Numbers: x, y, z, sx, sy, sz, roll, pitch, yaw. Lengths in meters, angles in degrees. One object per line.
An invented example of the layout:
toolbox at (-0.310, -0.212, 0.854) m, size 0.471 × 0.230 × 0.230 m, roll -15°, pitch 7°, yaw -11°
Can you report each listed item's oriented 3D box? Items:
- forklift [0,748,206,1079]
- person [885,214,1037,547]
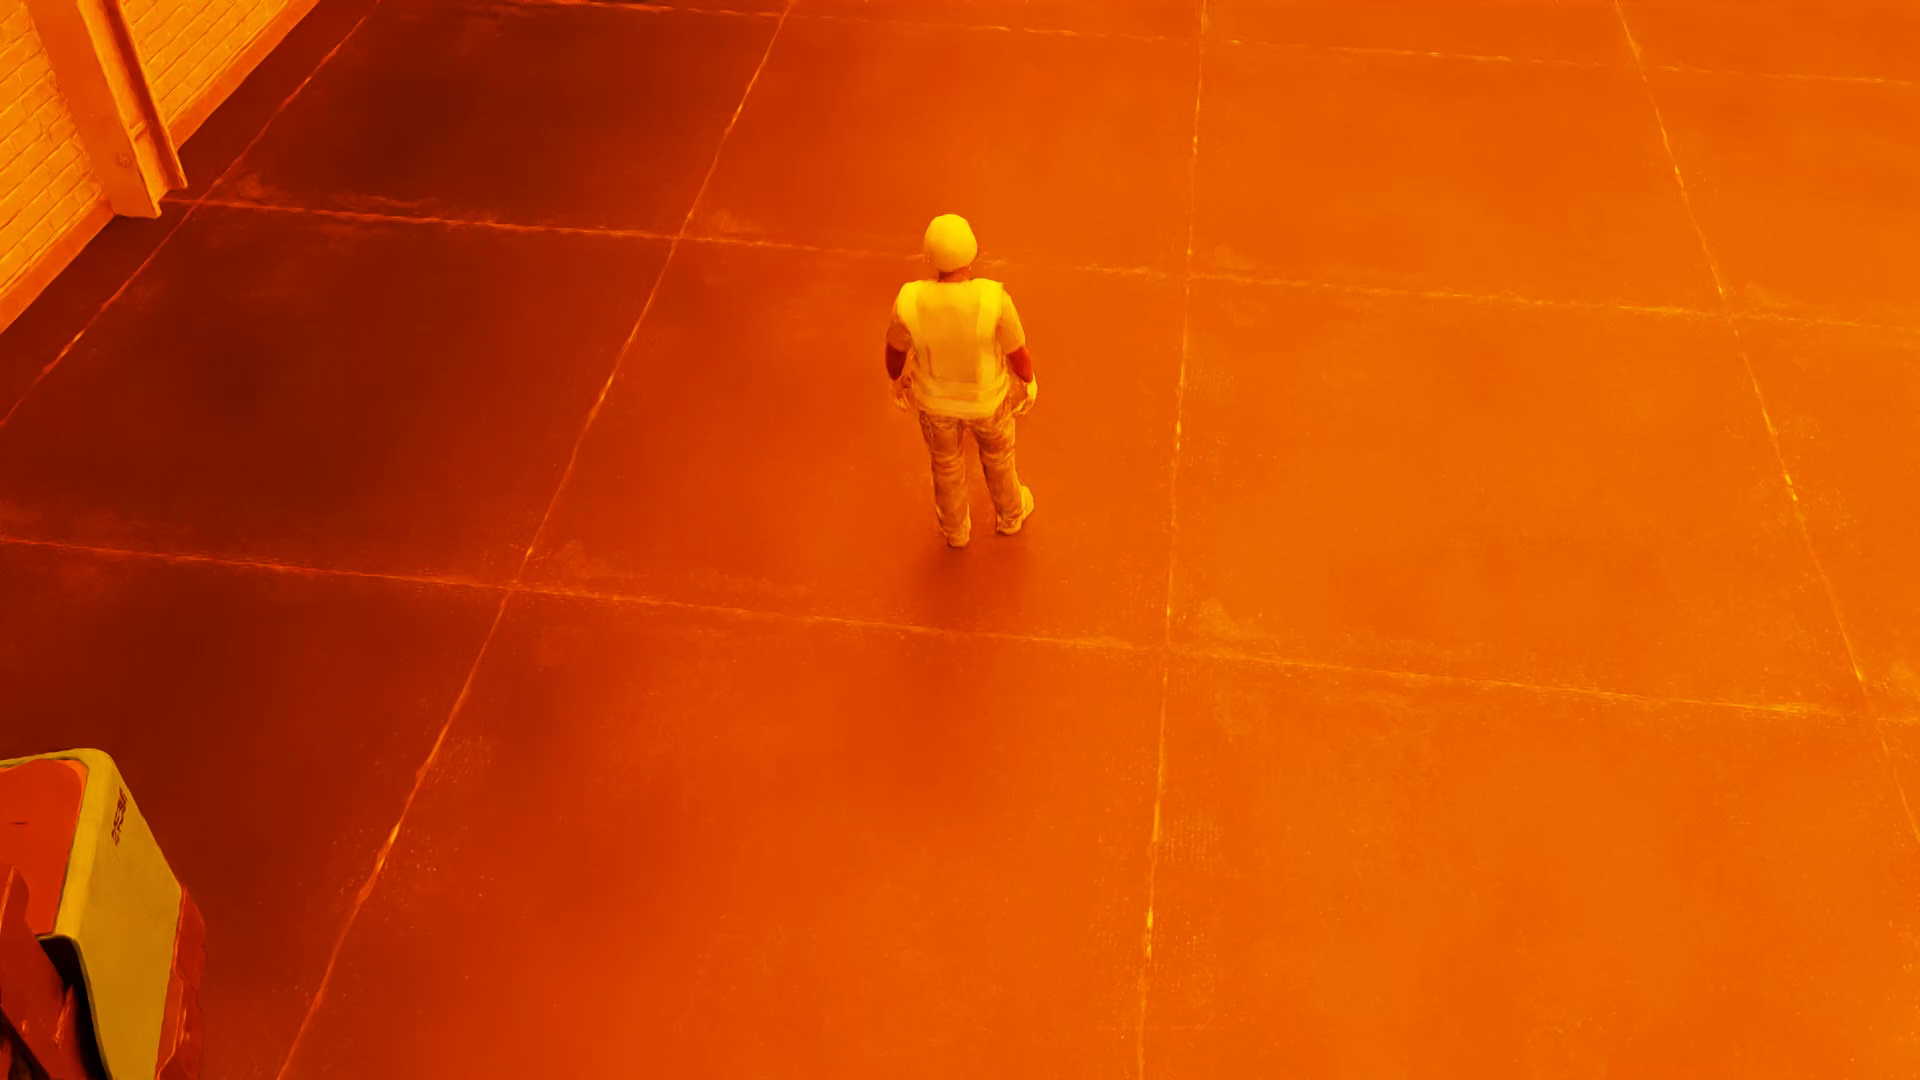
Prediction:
forklift at (-3.021, 1.439, 4.158) m, size 1.130 × 2.935 × 3.031 m, roll -8°, pitch 43°, yaw -9°
person at (0.017, -0.709, 7.335) m, size 0.655 × 1.782 × 0.576 m, roll 5°, pitch 43°, yaw 6°
